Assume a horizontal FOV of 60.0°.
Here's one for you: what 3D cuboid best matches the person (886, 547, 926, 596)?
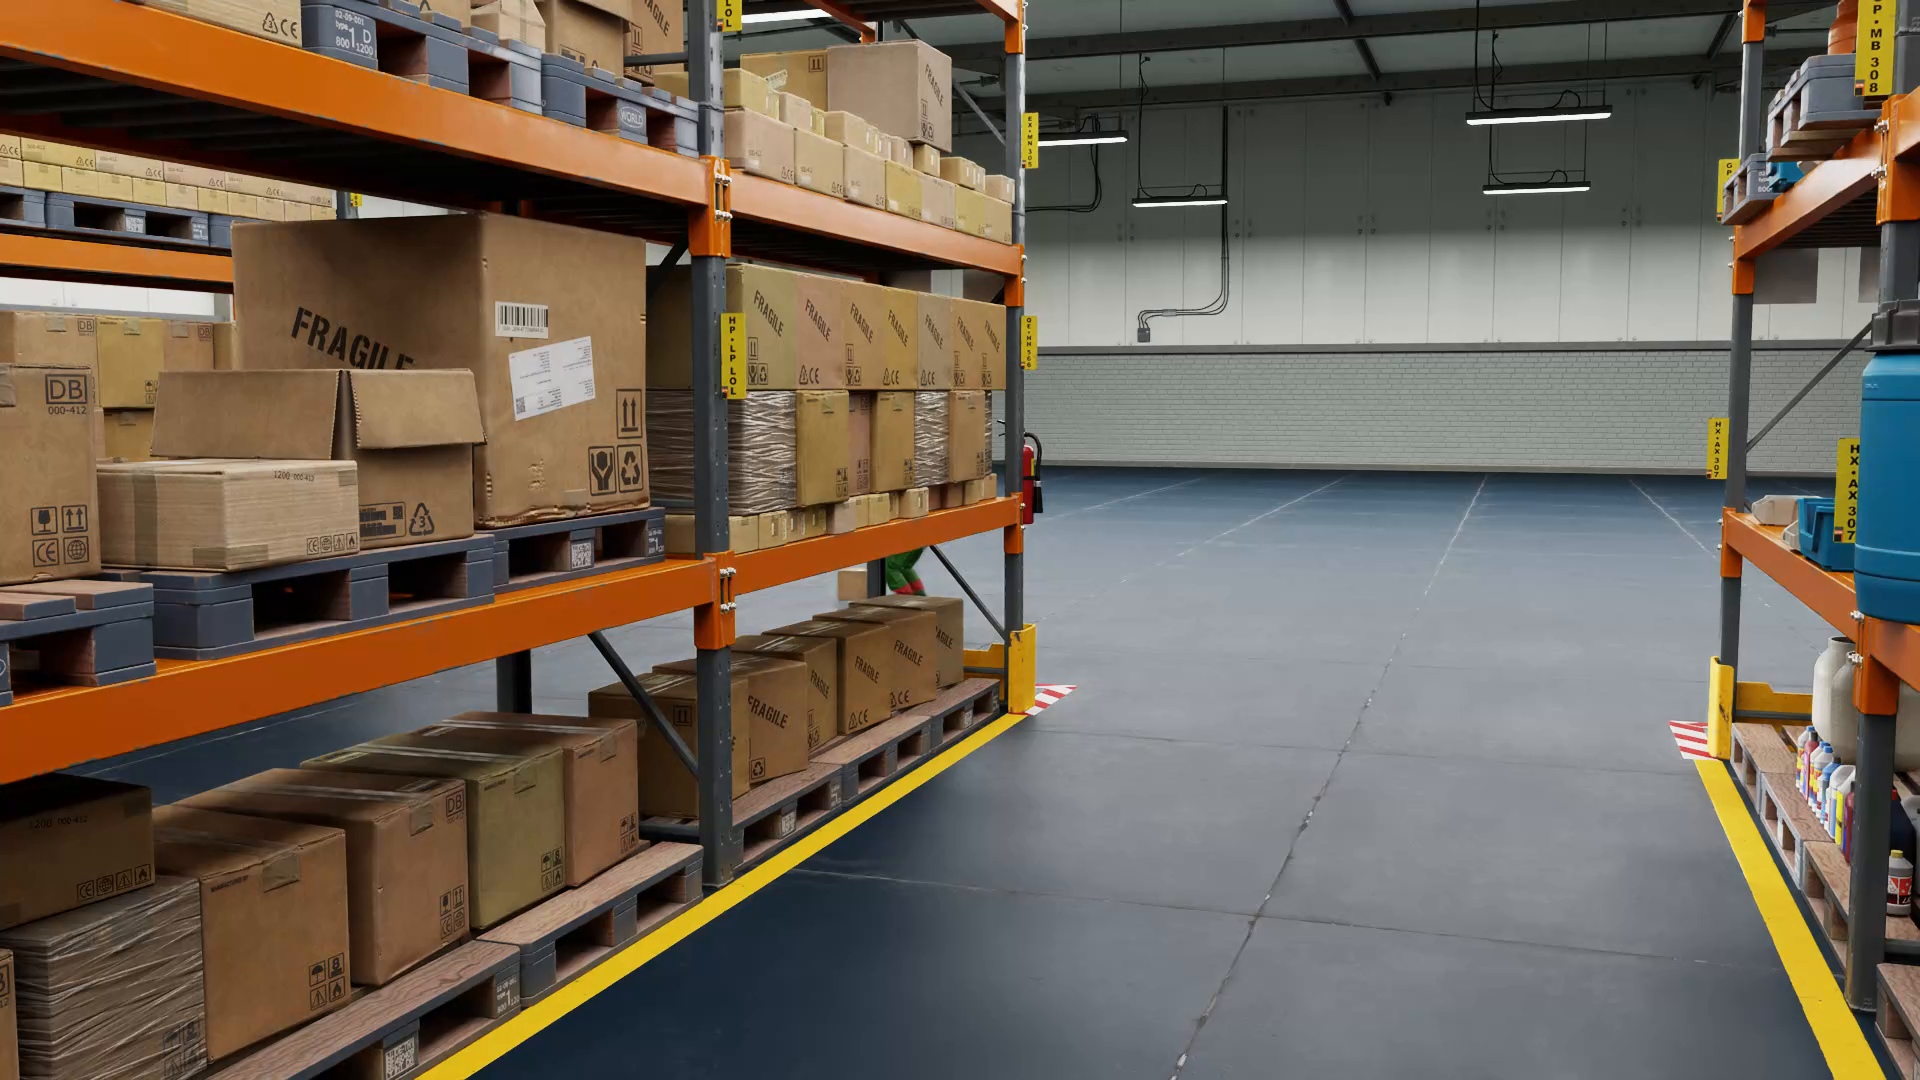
[{"bbox_3d":[-0.469,-0.096,13.786,0.602,1.627,0.568,2,5,19],"label":"person"}]
